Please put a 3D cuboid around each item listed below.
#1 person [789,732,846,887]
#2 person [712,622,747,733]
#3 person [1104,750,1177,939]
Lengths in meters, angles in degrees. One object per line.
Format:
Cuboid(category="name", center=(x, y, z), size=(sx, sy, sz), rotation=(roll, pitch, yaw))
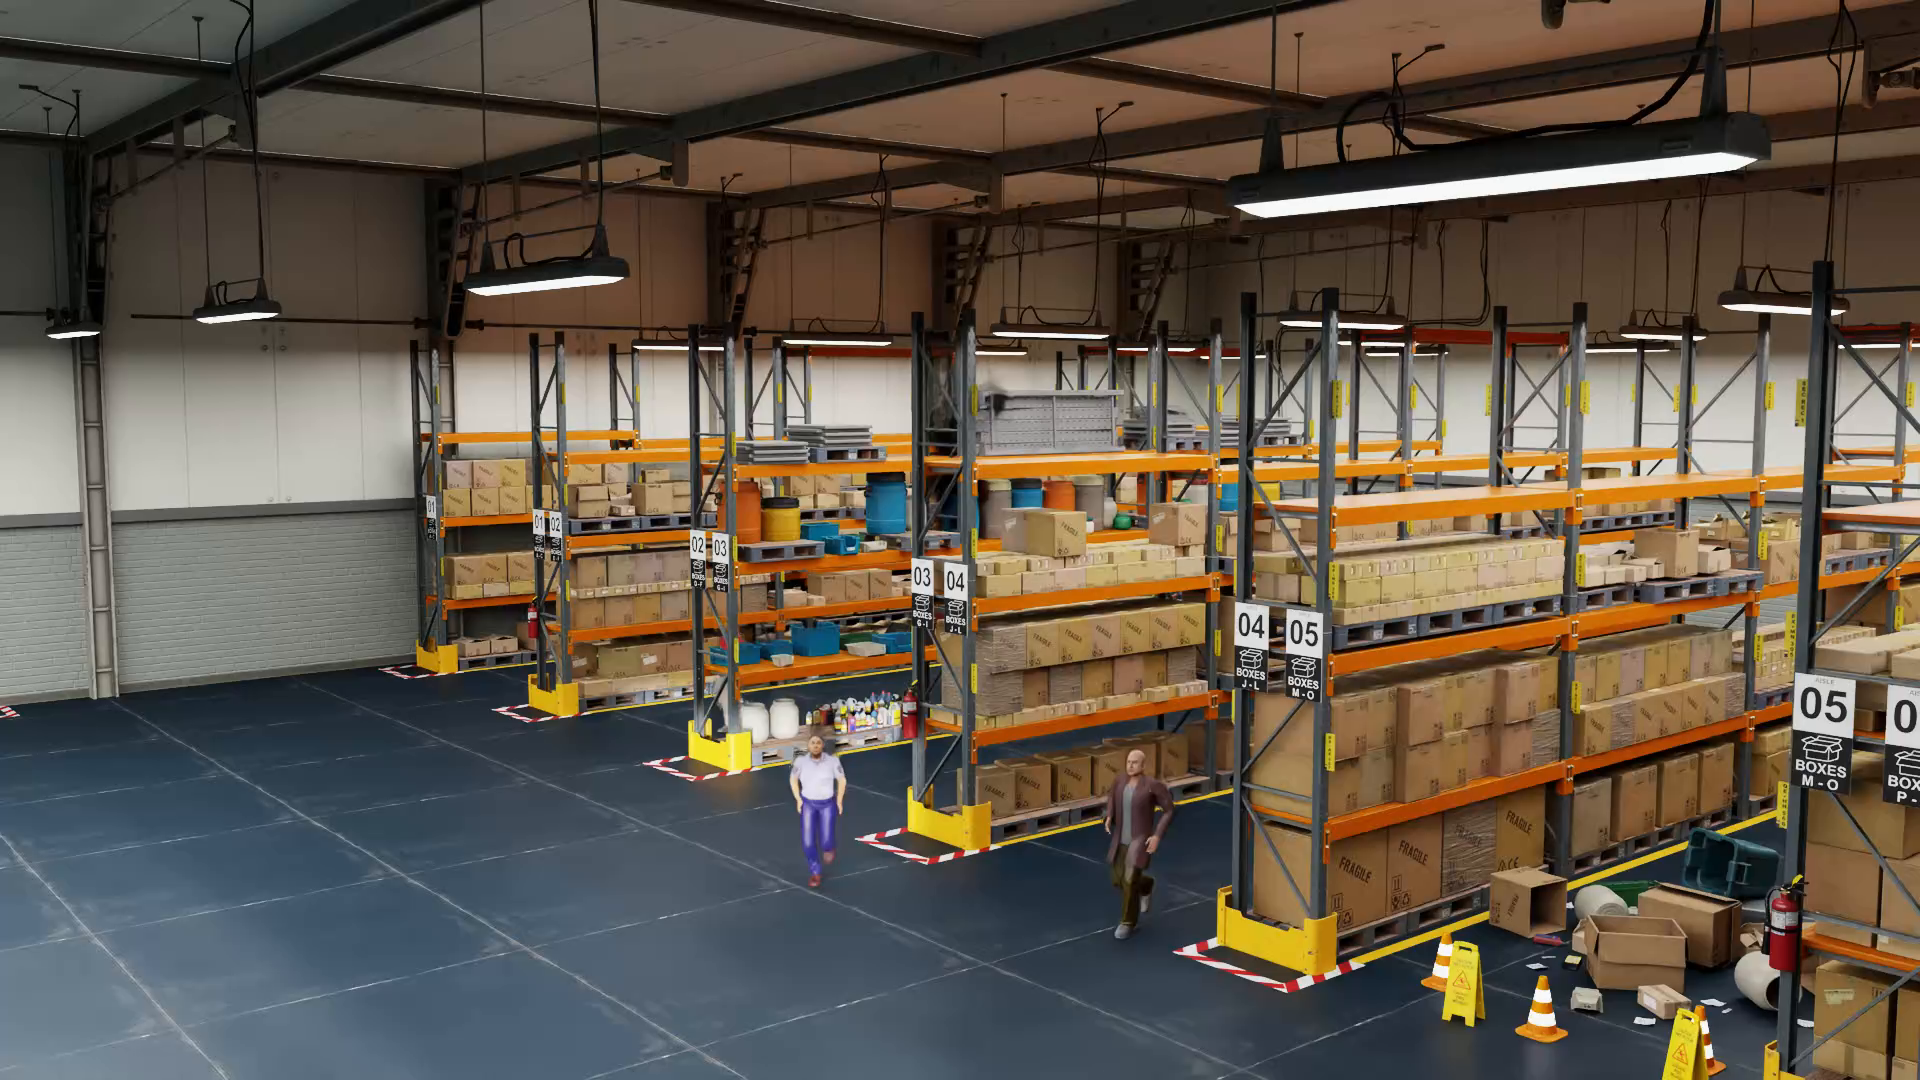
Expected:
Cuboid(category="person", center=(-1.485, 2.781, 17.398), size=(0.591, 1.587, 0.586), rotation=(0, 5, 0))
Cuboid(category="person", center=(-3.410, 2.024, 24.901), size=(0.679, 1.678, 0.619), rotation=(4, 7, 37))
Cuboid(category="person", center=(1.687, 2.895, 15.795), size=(0.753, 1.677, 0.715), rotation=(5, 7, 42))
